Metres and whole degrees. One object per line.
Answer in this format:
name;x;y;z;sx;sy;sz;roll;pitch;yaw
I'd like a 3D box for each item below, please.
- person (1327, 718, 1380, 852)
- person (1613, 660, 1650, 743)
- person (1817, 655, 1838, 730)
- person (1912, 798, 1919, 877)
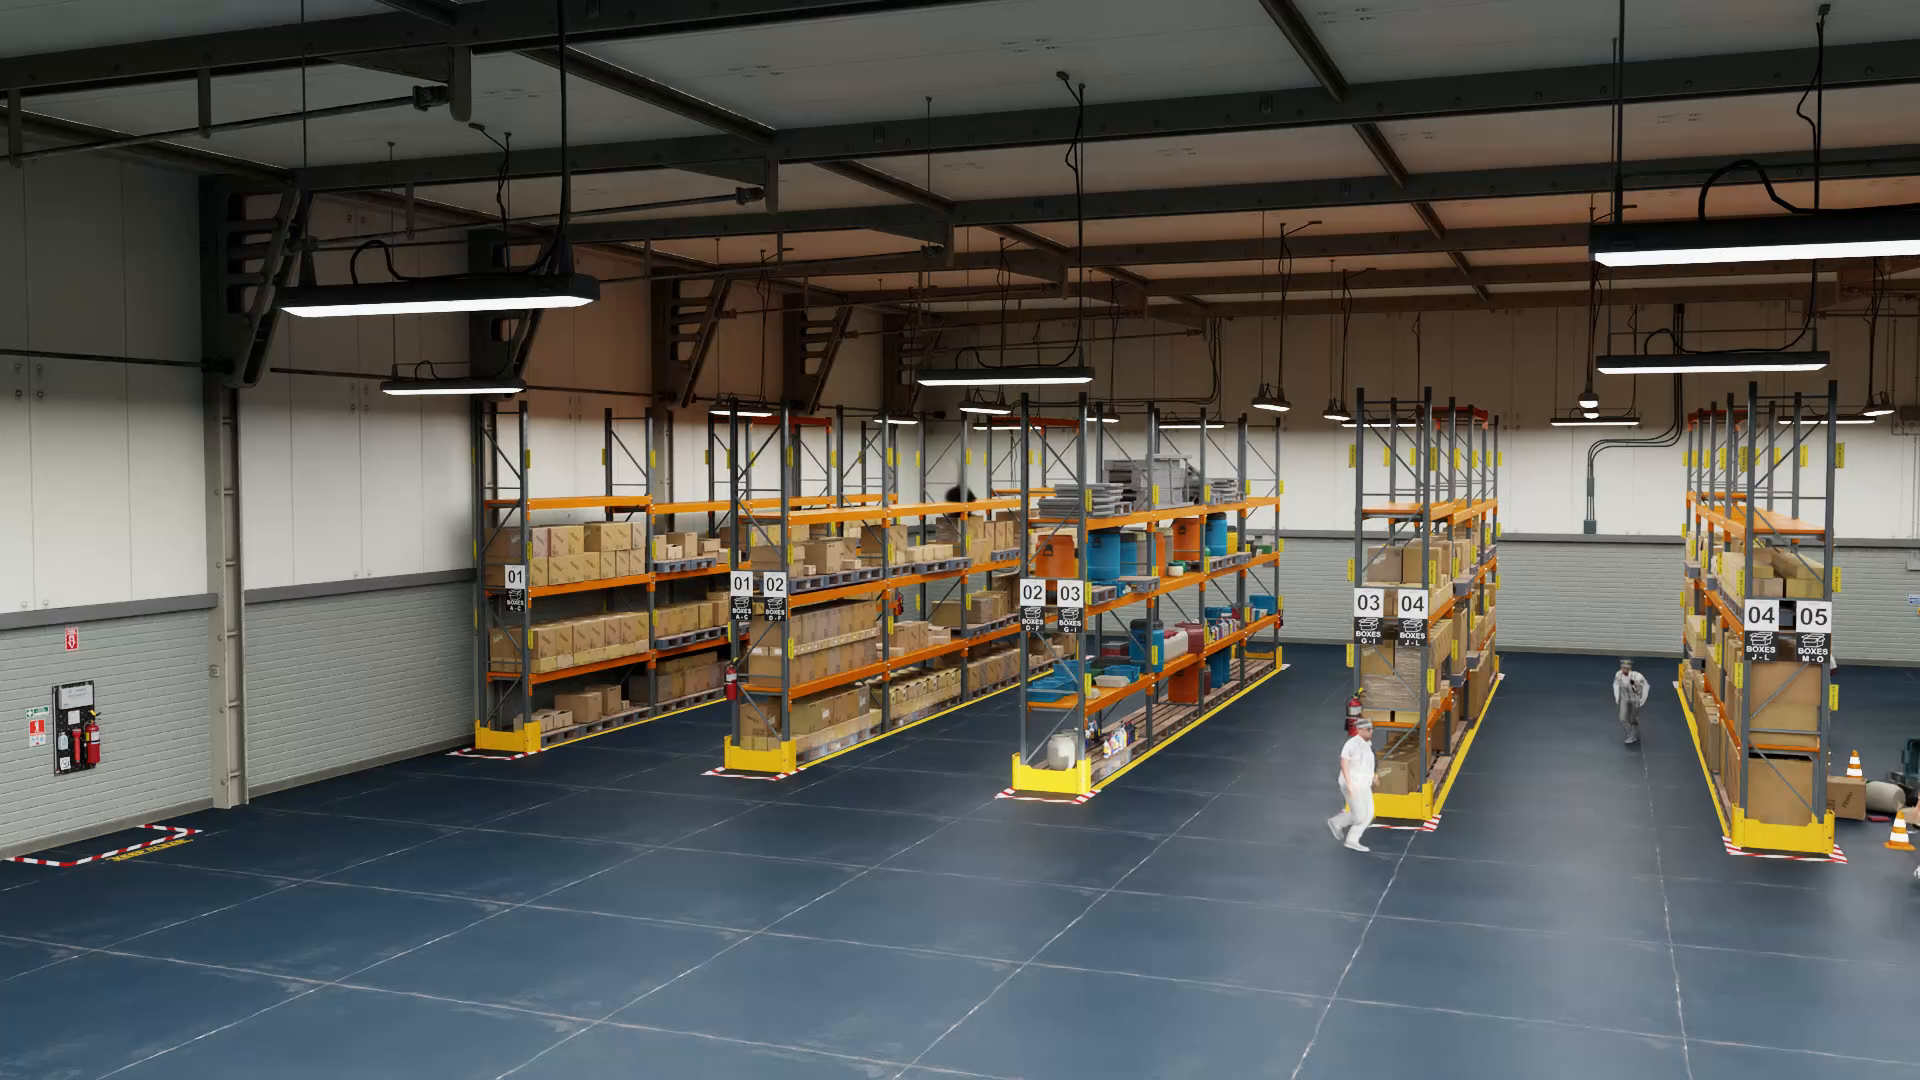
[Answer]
person;5.033;3.110;21.315;0.592;1.719;0.661;3;4;42
person;11.852;2.837;29.325;0.627;1.495;0.874;2;3;37
person;15.788;2.667;30.613;0.697;1.714;0.766;1;3;14
person;11.498;3.255;19.365;0.565;1.624;0.619;0;3;3
